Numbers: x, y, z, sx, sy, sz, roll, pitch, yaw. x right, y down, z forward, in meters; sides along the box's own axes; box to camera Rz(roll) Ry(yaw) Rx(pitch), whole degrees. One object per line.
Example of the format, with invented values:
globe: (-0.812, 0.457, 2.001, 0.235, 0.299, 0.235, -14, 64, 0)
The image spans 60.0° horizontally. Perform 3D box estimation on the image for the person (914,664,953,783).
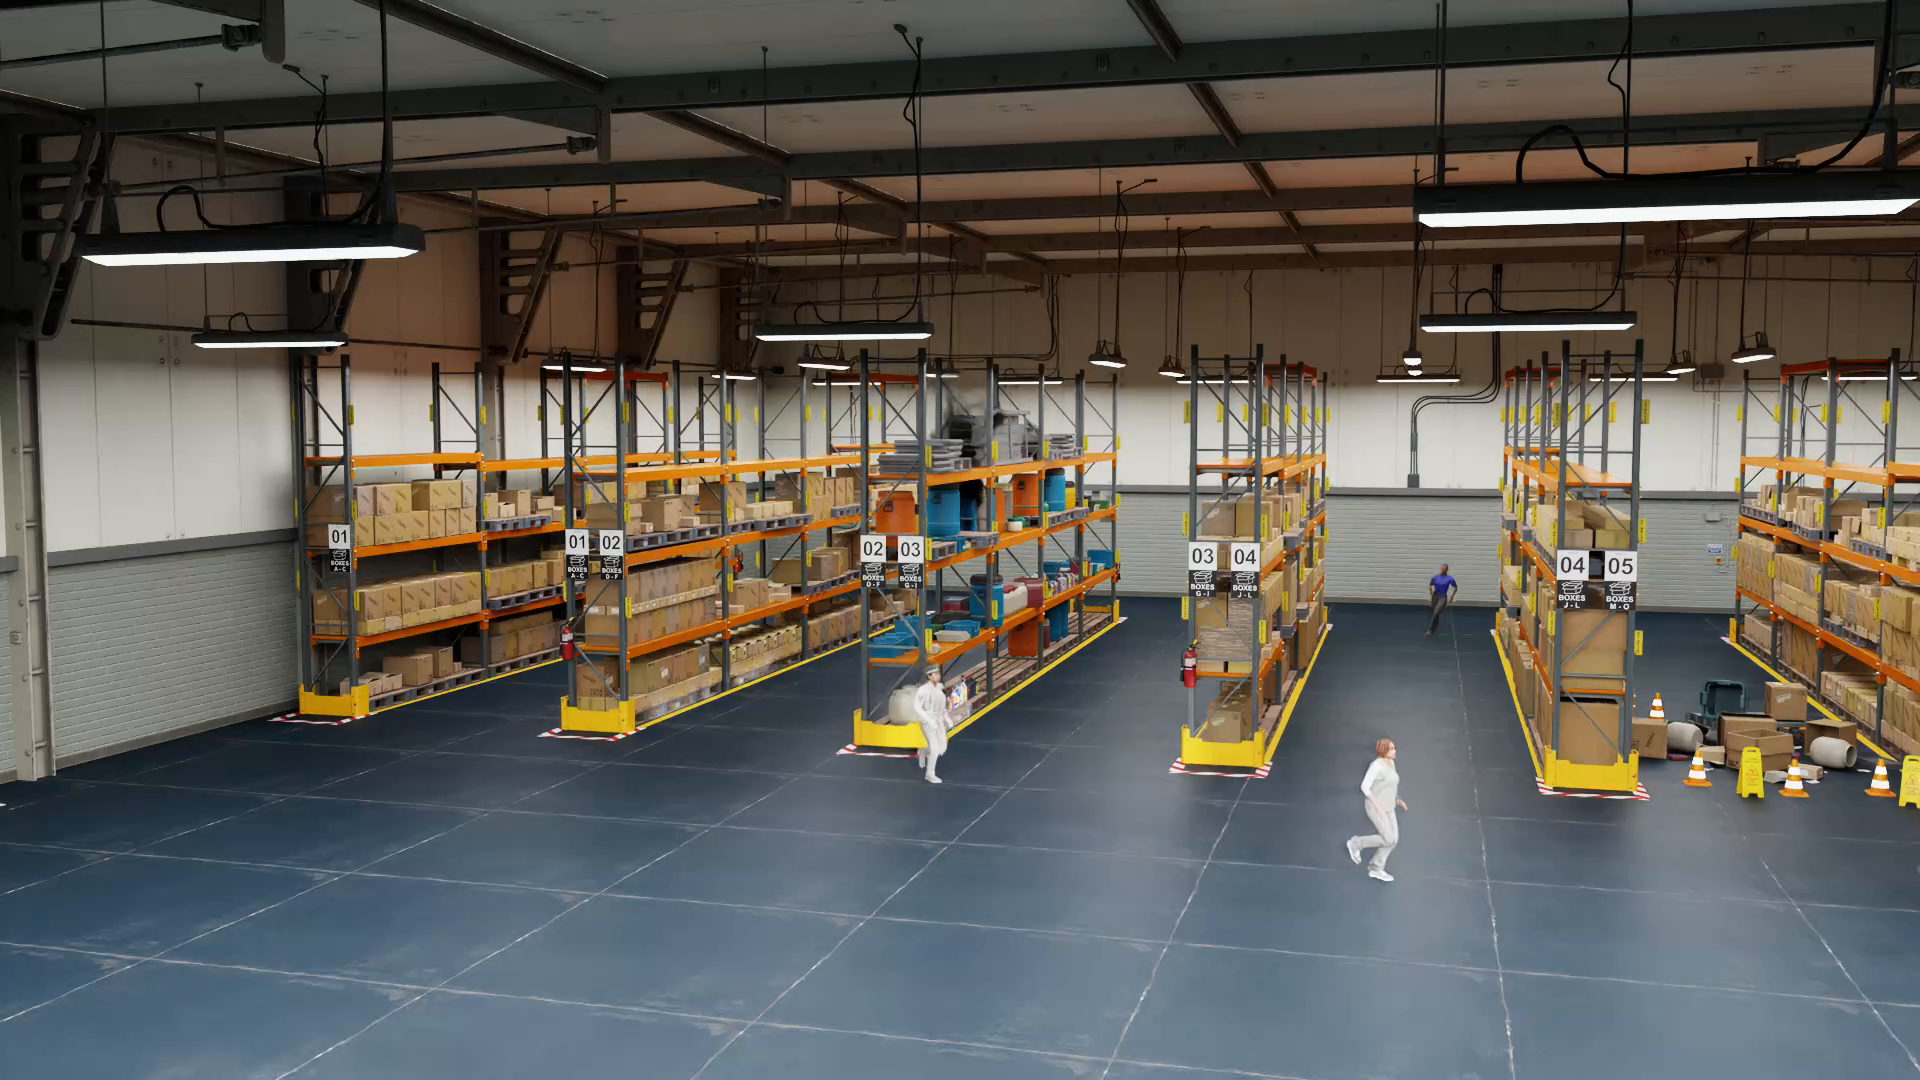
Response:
person: (-0.422, 2.489, 22.757, 0.585, 1.644, 0.599, 4, 6, 42)

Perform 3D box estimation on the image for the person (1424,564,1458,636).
person: (10.926, 1.354, 37.800, 0.658, 1.616, 0.898, 3, 5, 37)

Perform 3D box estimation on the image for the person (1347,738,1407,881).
person: (4.498, 2.894, 17.953, 0.574, 1.552, 0.523, 4, 6, 42)
